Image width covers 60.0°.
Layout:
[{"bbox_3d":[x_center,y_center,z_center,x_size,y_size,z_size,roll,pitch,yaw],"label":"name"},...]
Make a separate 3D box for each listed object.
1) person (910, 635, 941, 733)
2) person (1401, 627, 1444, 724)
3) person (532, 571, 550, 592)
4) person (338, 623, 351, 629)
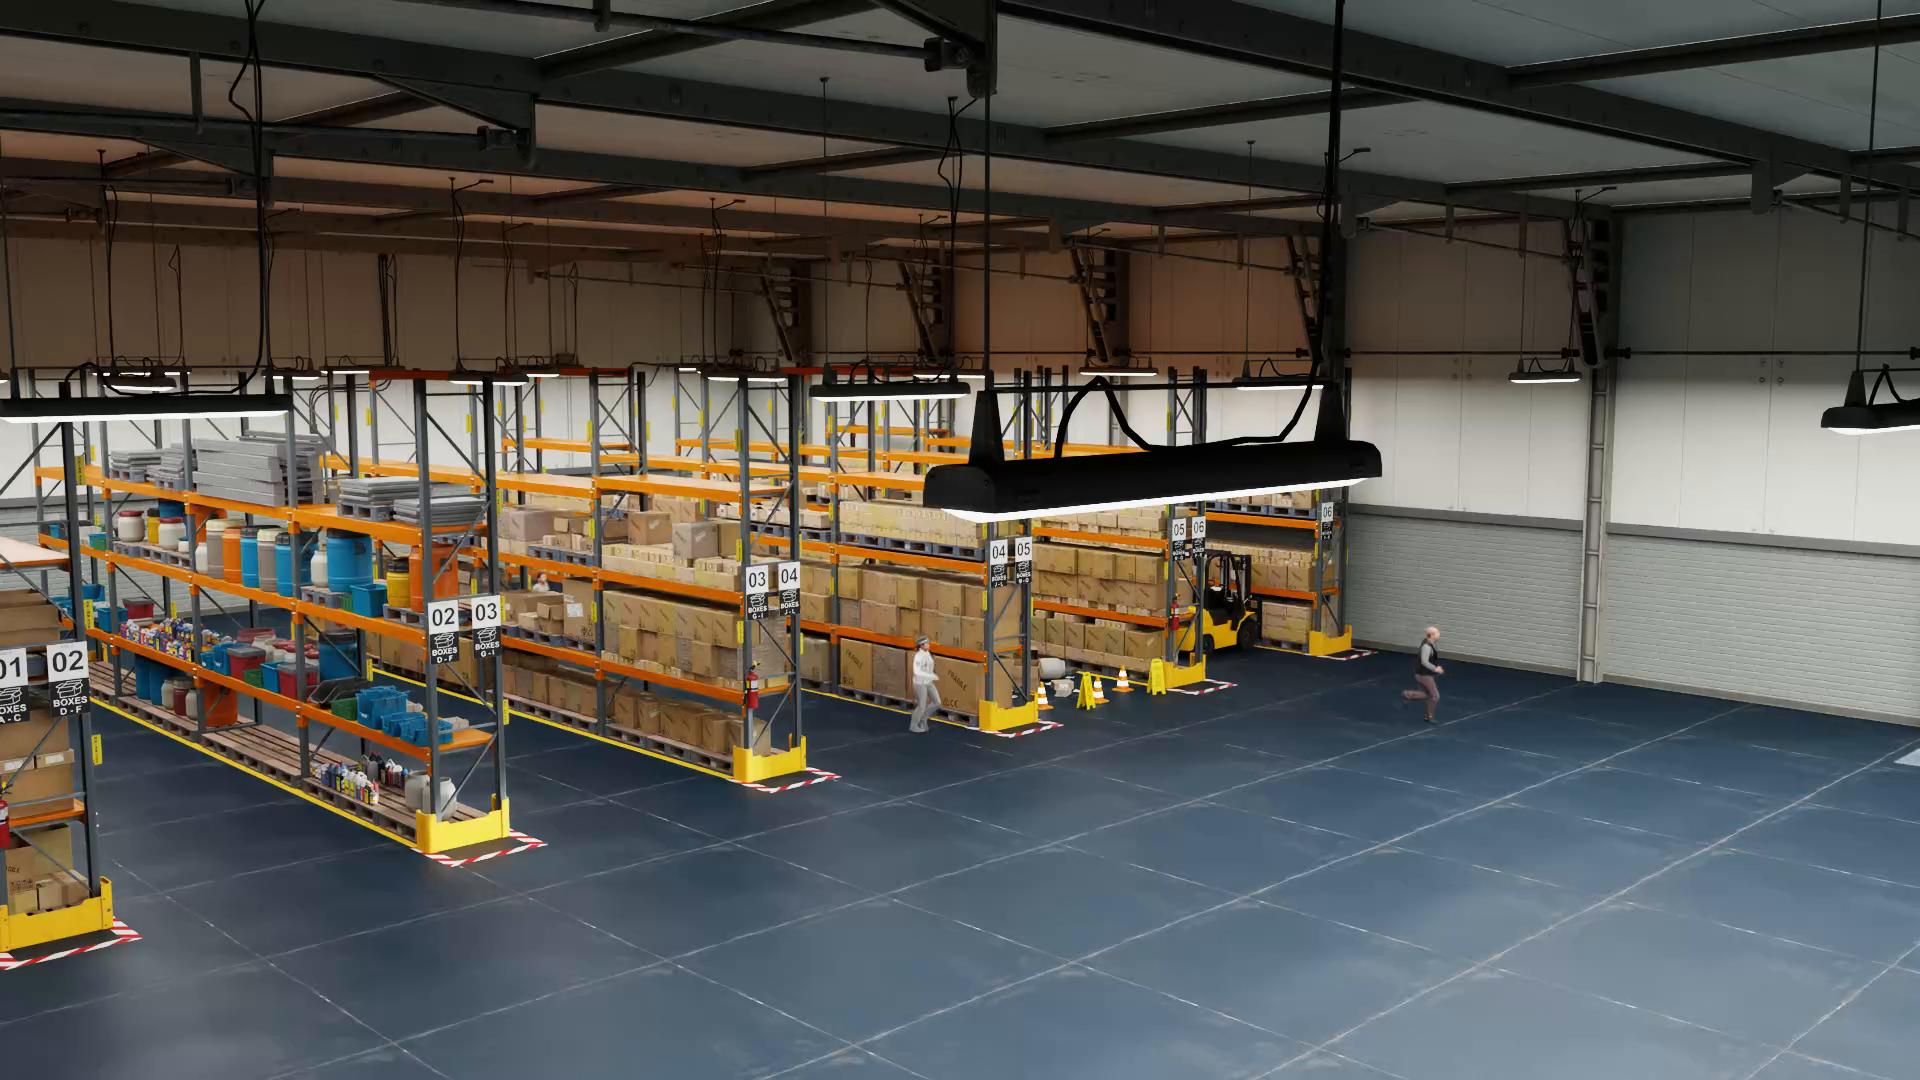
[{"bbox_3d":[-0.573,2.387,27.587,0.597,1.663,0.618,3,7,26],"label":"person"},{"bbox_3d":[7.912,2.314,28.457,0.703,1.684,0.688,2,7,16],"label":"person"},{"bbox_3d":[-8.930,1.502,35.397,0.518,1.696,0.887,-6,9,-45],"label":"person"},{"bbox_3d":[-10.567,2.211,28.741,0.603,1.739,0.664,4,8,33],"label":"person"}]
